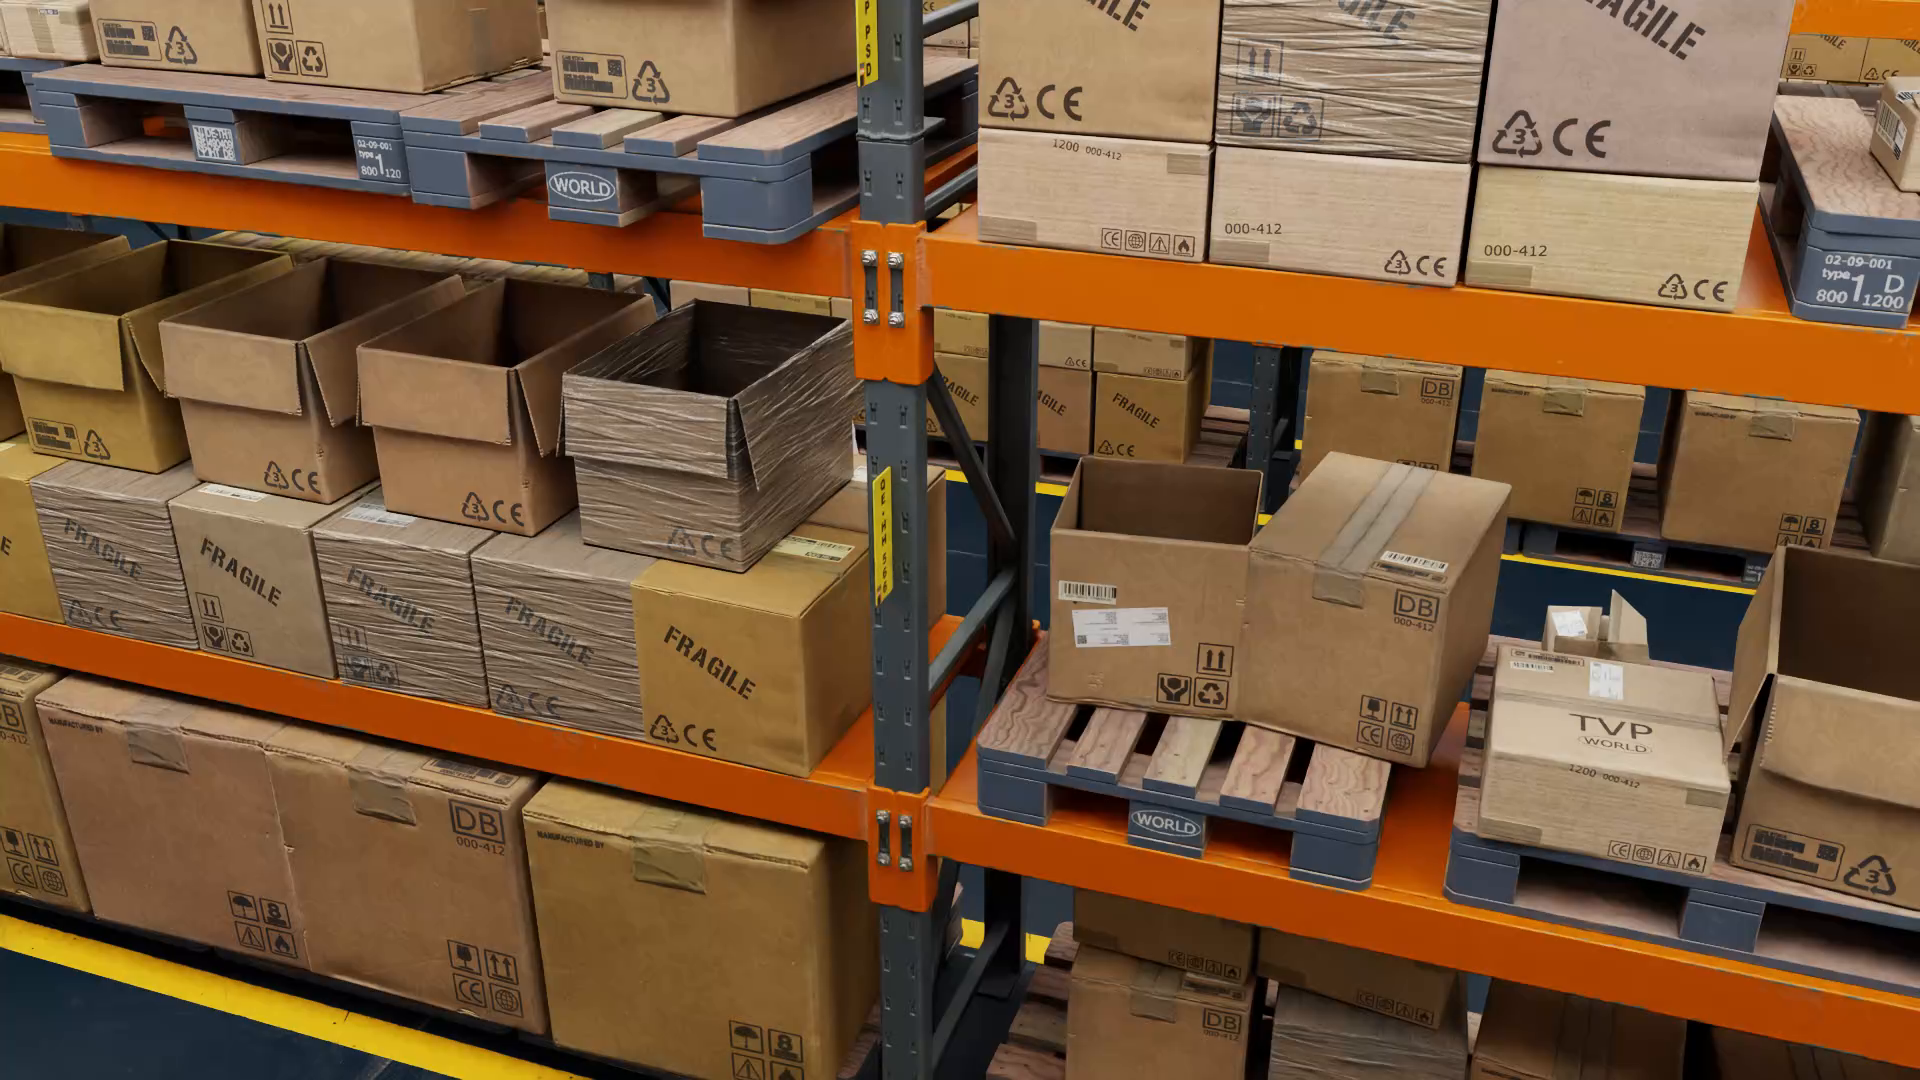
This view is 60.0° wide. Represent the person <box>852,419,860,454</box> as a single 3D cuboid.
[{"bbox_3d":[-0.608,-0.001,6.709,0.451,1.780,0.623,8,27,16],"label":"person"}]
